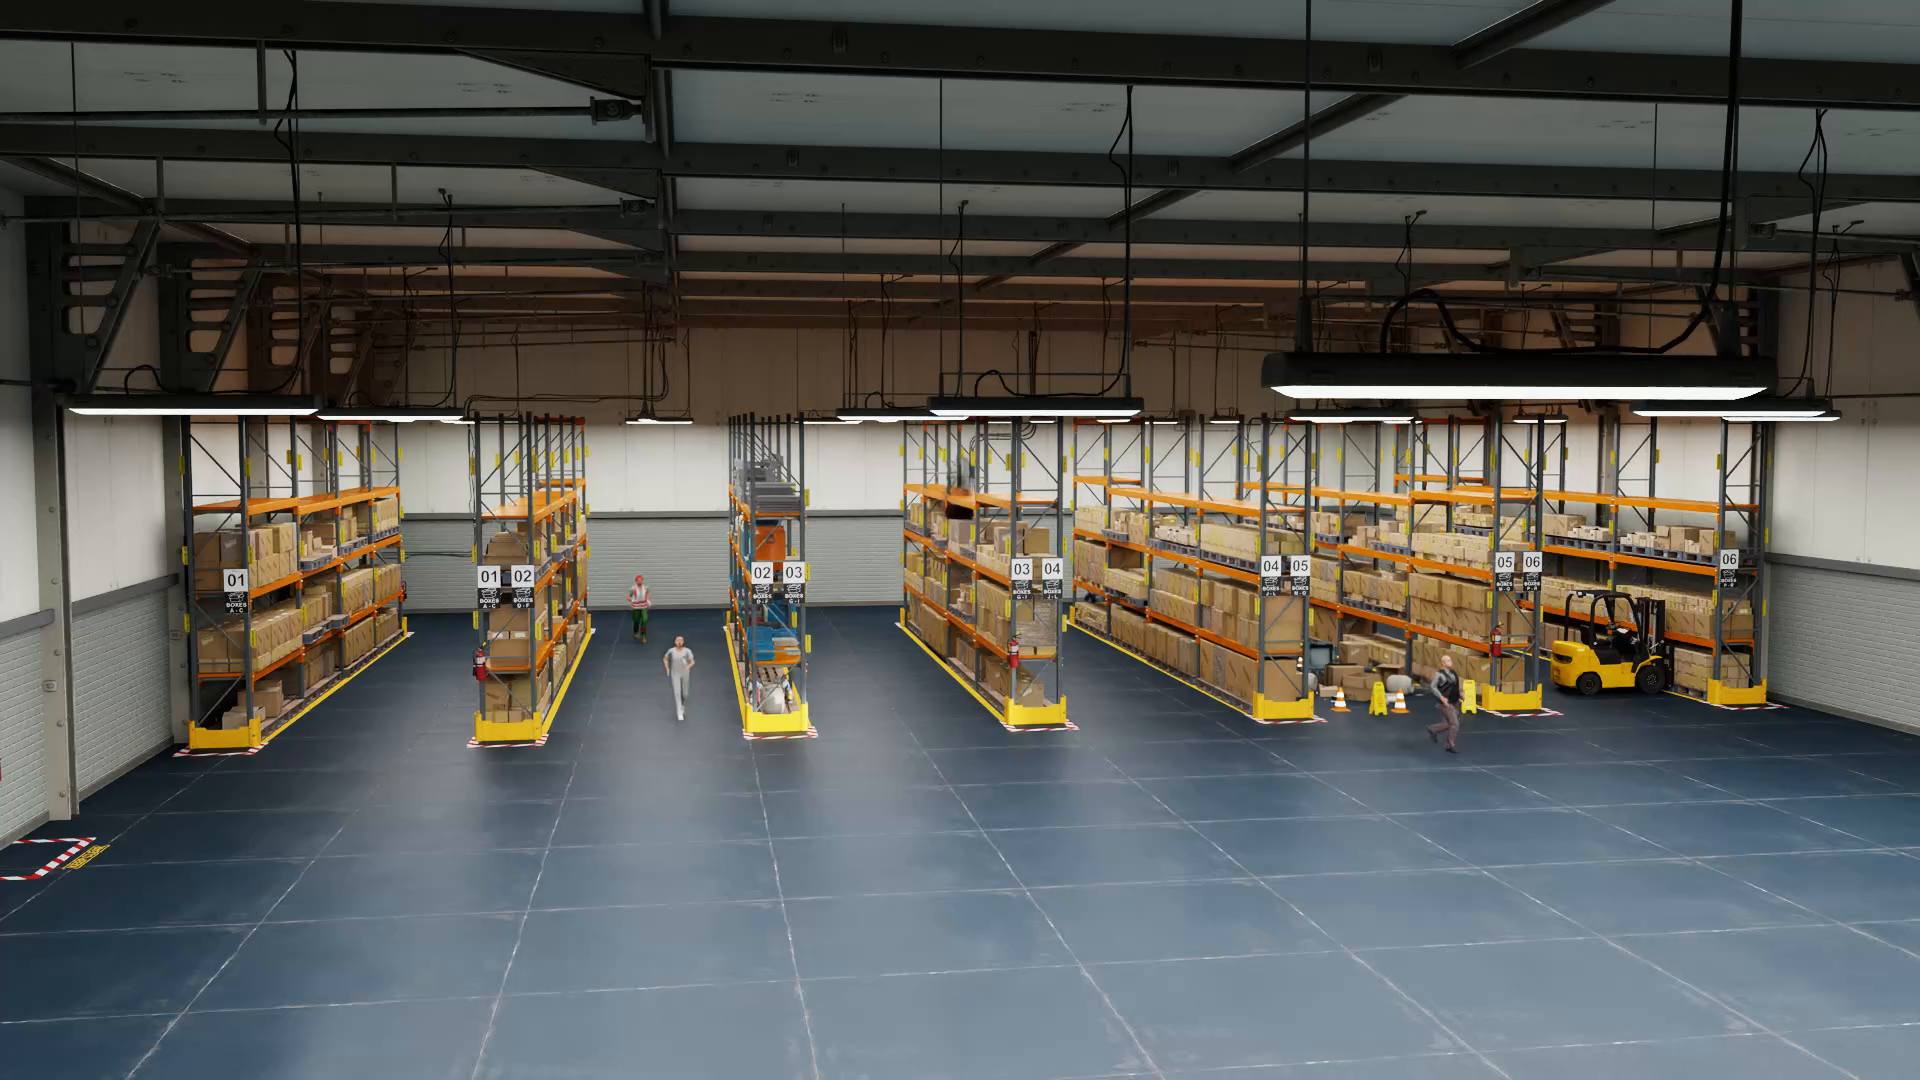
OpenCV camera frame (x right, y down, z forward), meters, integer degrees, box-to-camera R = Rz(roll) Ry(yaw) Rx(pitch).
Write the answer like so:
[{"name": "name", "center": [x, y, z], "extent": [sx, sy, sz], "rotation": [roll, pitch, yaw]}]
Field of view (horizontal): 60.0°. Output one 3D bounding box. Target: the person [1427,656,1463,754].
[{"name": "person", "center": [8.576, 2.923, 29.409], "extent": [0.659, 1.635, 0.686], "rotation": [-4, 5, -42]}]

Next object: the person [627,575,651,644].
[{"name": "person", "center": [-8.504, 1.816, 44.076], "extent": [0.648, 1.779, 1.007], "rotation": [-1, 4, -21]}]

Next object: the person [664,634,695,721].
[{"name": "person", "center": [-5.505, 2.667, 32.614], "extent": [0.592, 1.647, 0.907], "rotation": [-1, 4, -13]}]

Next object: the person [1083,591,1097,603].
[{"name": "person", "center": [4.017, 1.574, 49.898], "extent": [0.610, 1.531, 0.693], "rotation": [0, 4, 1]}]
